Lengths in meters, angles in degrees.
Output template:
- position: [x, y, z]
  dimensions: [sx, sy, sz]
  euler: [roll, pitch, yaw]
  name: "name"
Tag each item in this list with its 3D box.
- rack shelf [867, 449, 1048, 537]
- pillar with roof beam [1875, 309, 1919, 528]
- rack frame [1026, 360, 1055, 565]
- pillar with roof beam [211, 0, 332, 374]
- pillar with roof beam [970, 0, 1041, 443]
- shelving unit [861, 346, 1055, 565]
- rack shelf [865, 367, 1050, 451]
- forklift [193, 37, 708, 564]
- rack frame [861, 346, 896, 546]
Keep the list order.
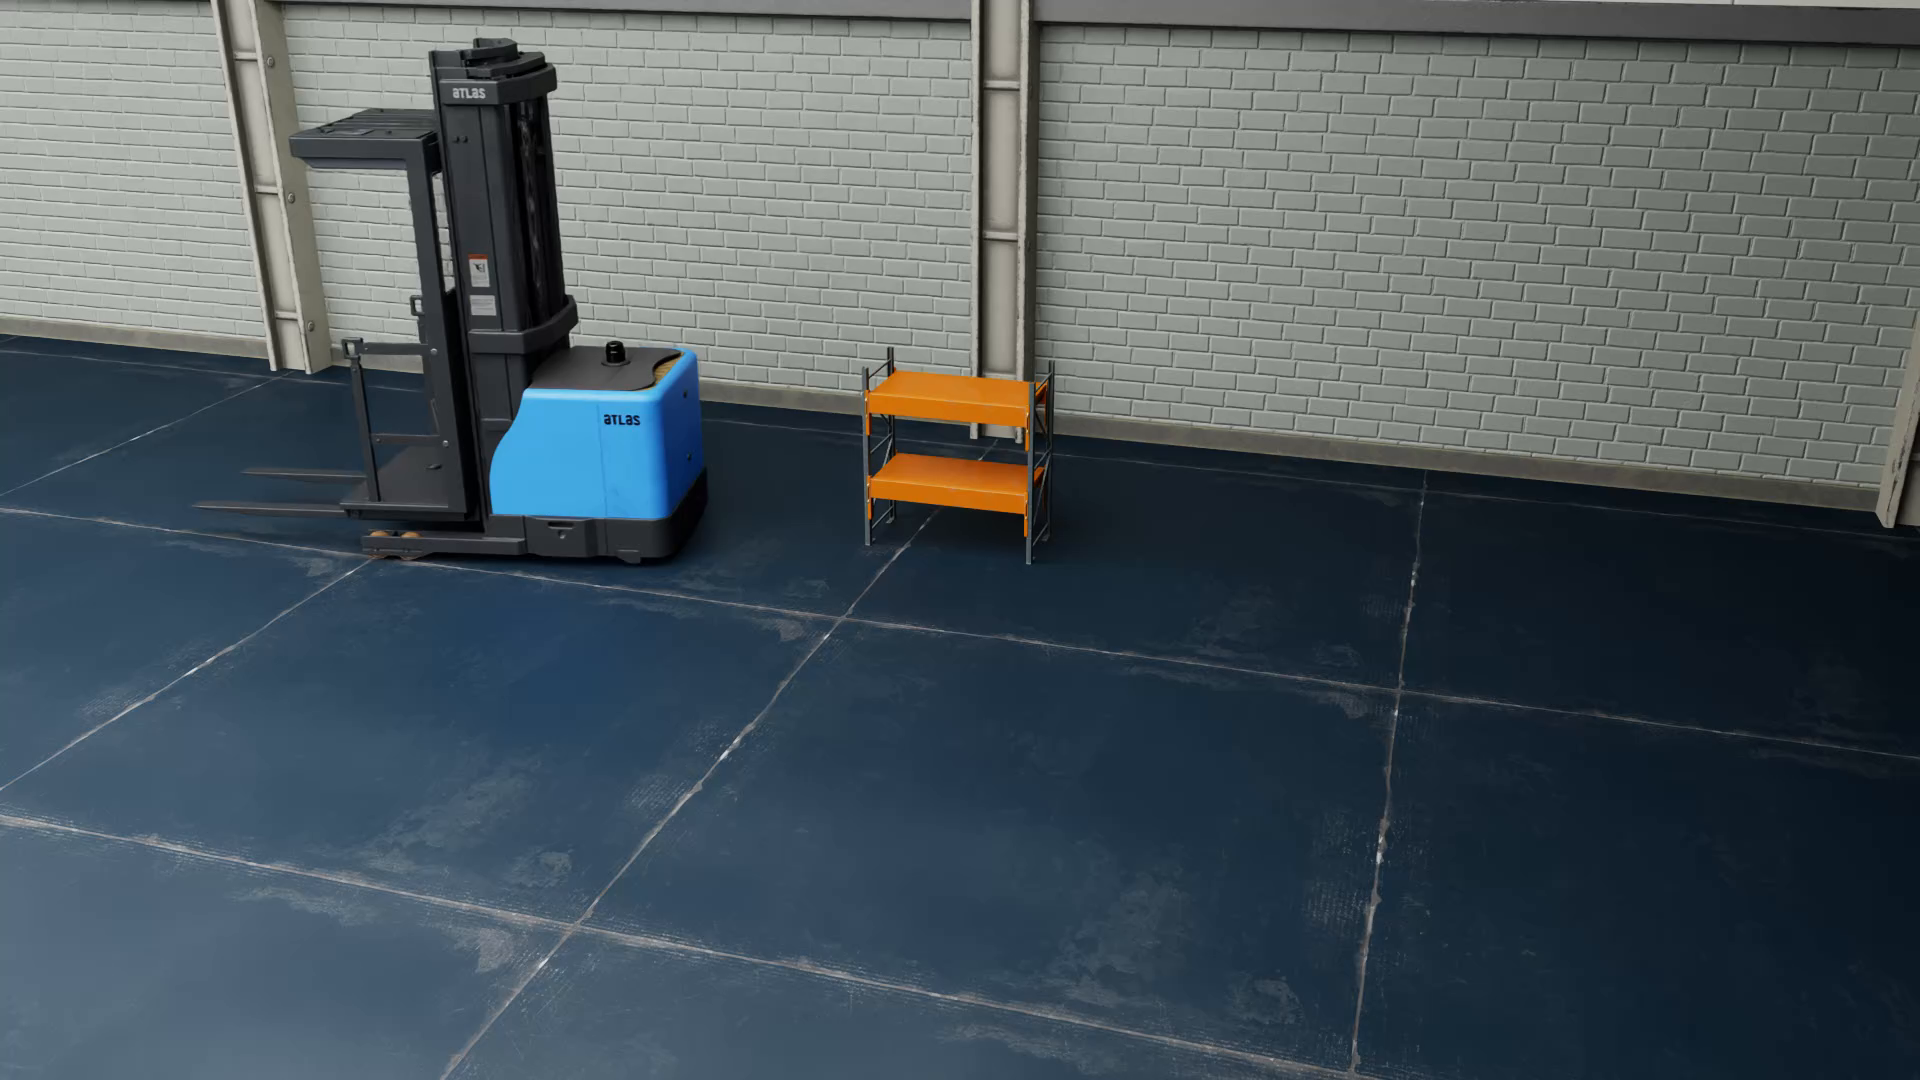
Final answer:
- position: [-0.006, -0.295, 10.151]
  dimensions: [1.000, 0.278, 0.538]
  euler: [7, 23, 16]
  name: "rack shelf"
- position: [4.807, -2.714, 5.029]
  dimensions: [0.400, 9.000, 9.100]
  euler: [7, 23, 16]
  name: "pillar with roof beam"
- position: [0.480, -0.465, 9.922]
  dimensions: [0.032, 1.125, 0.500]
  euler: [7, 23, 16]
  name: "rack frame"
- position: [-6.681, -4.029, 8.236]
  dimensions: [0.400, 9.000, 9.100]
  euler: [7, 23, 16]
  name: "pillar with roof beam"
- position: [-0.937, -3.372, 6.632]
  dimensions: [0.400, 9.000, 9.100]
  euler: [7, 23, 16]
  name: "pillar with roof beam"
- position: [-0.006, -0.521, 10.058]
  dimensions: [1.048, 1.125, 0.538]
  euler: [7, 23, 16]
  name: "shelving unit"
- position: [-0.006, -0.792, 9.947]
  dimensions: [1.000, 0.278, 0.538]
  euler: [7, 23, 16]
  name: "rack shelf"
- position: [-3.166, -1.430, 9.895]
  dimensions: [3.031, 2.935, 1.130]
  euler: [2, 22, 5]
  name: "forklift"
- position: [-0.493, -0.577, 10.194]
  dimensions: [0.032, 1.125, 0.500]
  euler: [7, 23, 16]
  name: "rack frame"
